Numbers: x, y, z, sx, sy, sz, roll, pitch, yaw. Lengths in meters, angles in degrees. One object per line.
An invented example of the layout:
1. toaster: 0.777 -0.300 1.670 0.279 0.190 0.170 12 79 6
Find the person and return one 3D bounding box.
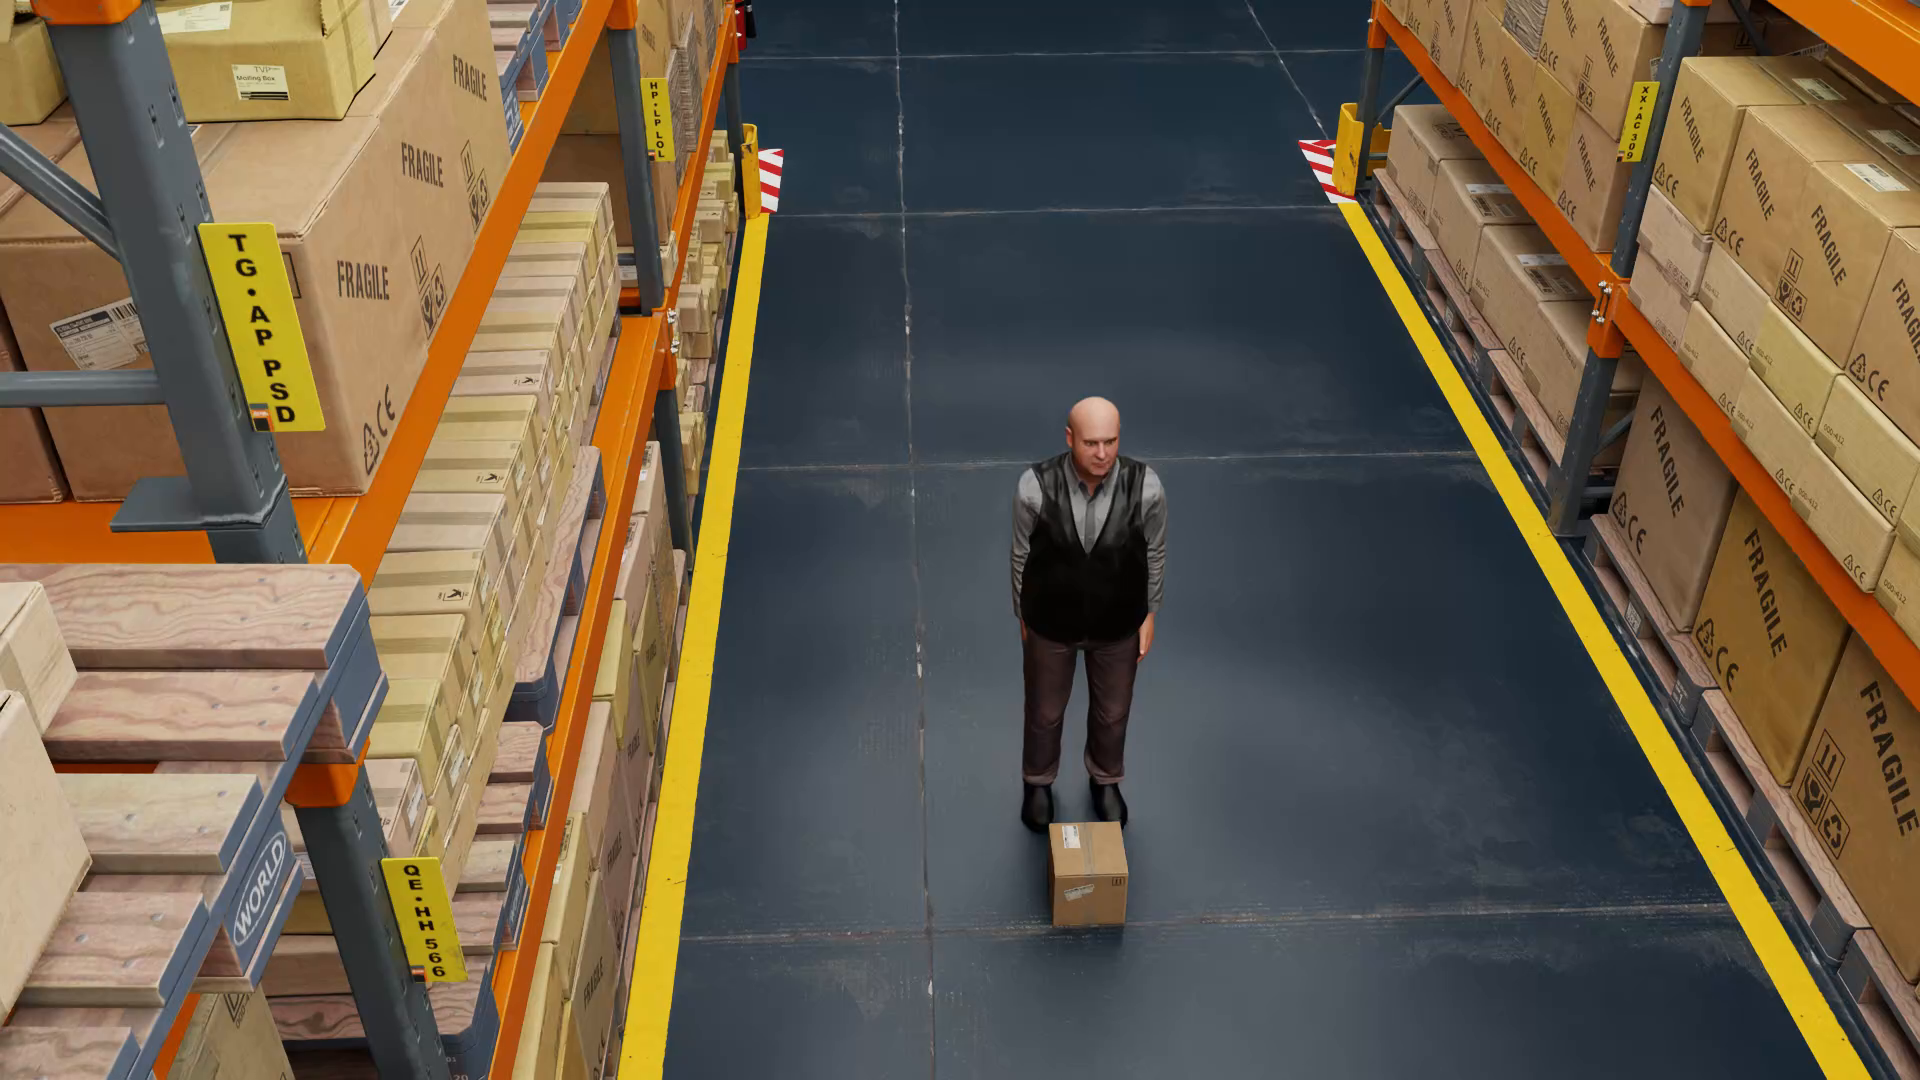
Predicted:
1. person: 0.435 0.287 5.766 0.530 1.726 0.358 -1 35 -1
